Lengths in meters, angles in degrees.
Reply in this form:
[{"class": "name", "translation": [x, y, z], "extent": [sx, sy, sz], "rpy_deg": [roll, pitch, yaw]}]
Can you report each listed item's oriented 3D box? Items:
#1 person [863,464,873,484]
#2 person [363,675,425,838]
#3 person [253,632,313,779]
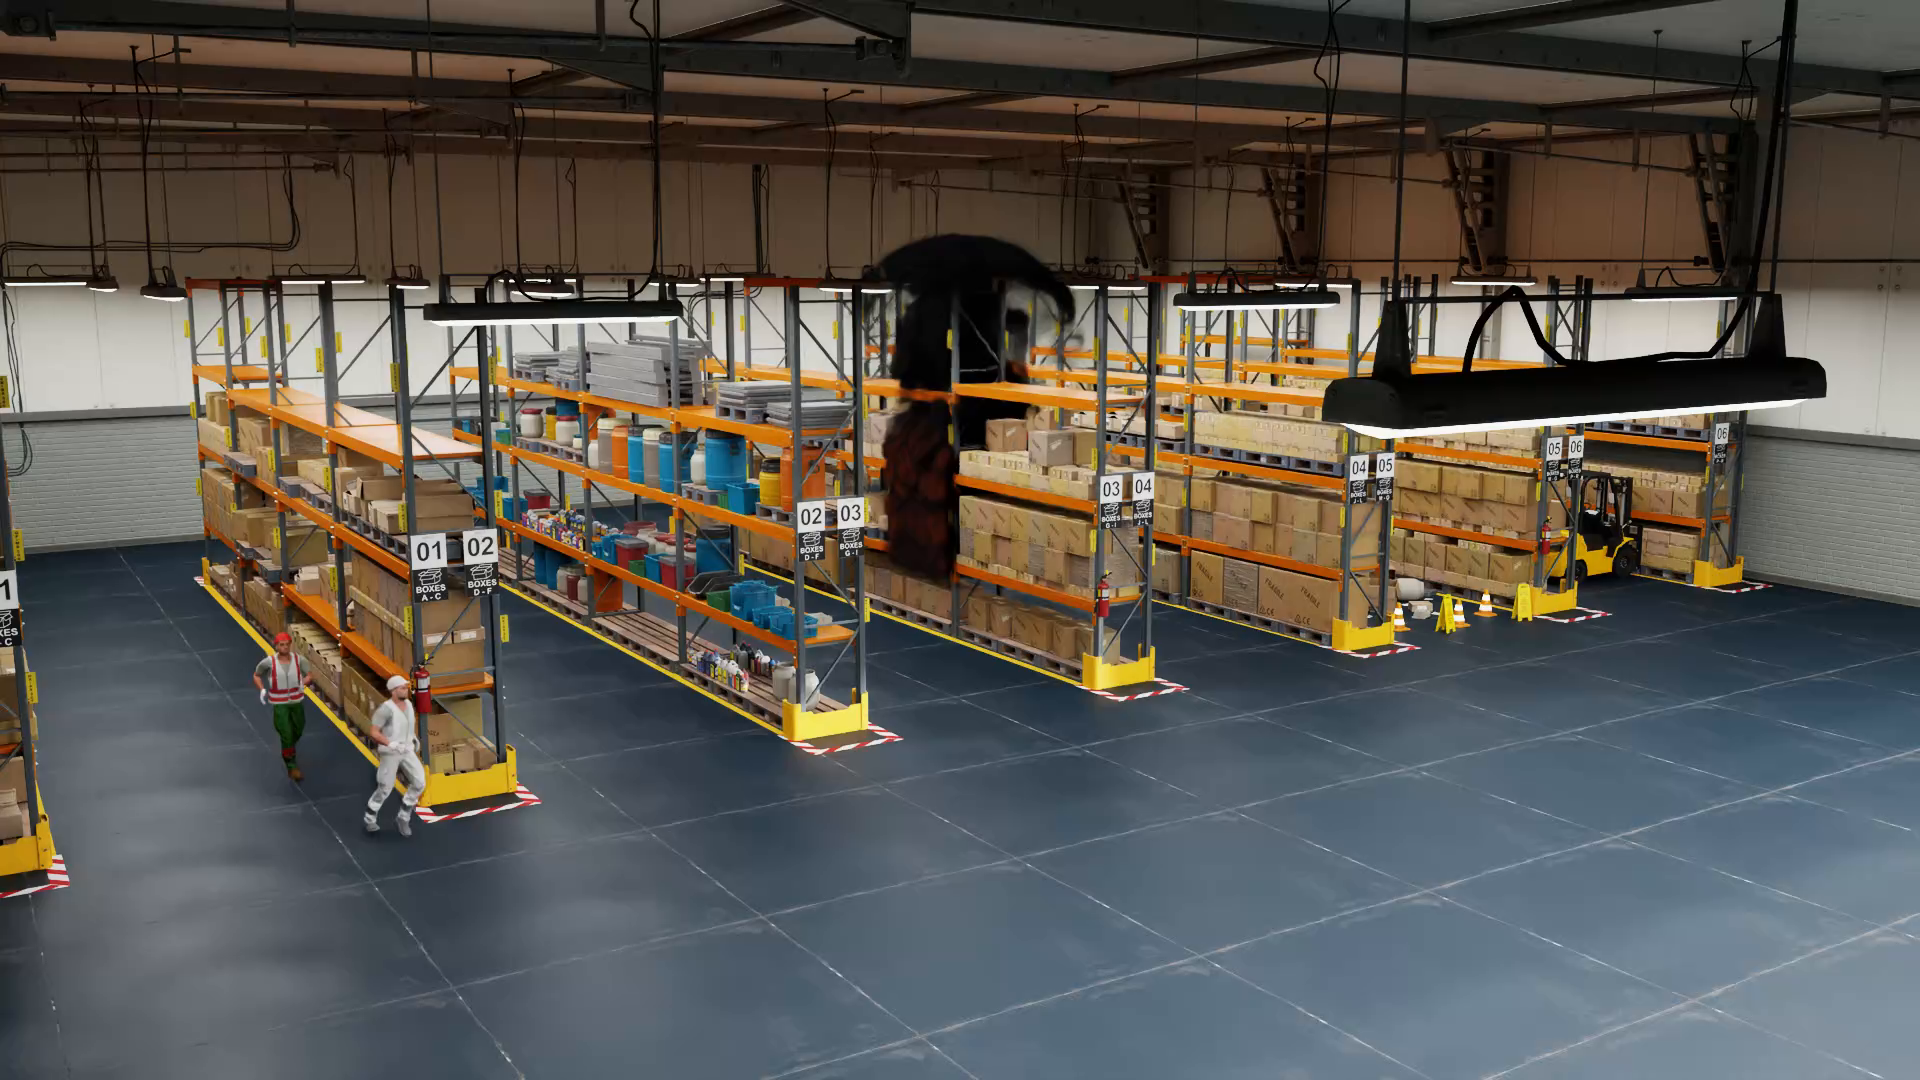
[{"class": "person", "translation": [-2.344, -1.476, 42.057], "extent": [0.723, 1.667, 0.665], "rpy_deg": [-1, 10, -8]}, {"class": "person", "translation": [-6.263, 2.392, 18.550], "extent": [0.678, 1.784, 0.717], "rpy_deg": [5, 11, 29]}, {"class": "person", "translation": [-8.333, 2.012, 20.594], "extent": [0.673, 1.777, 0.872], "rpy_deg": [-7, 12, -37]}]
